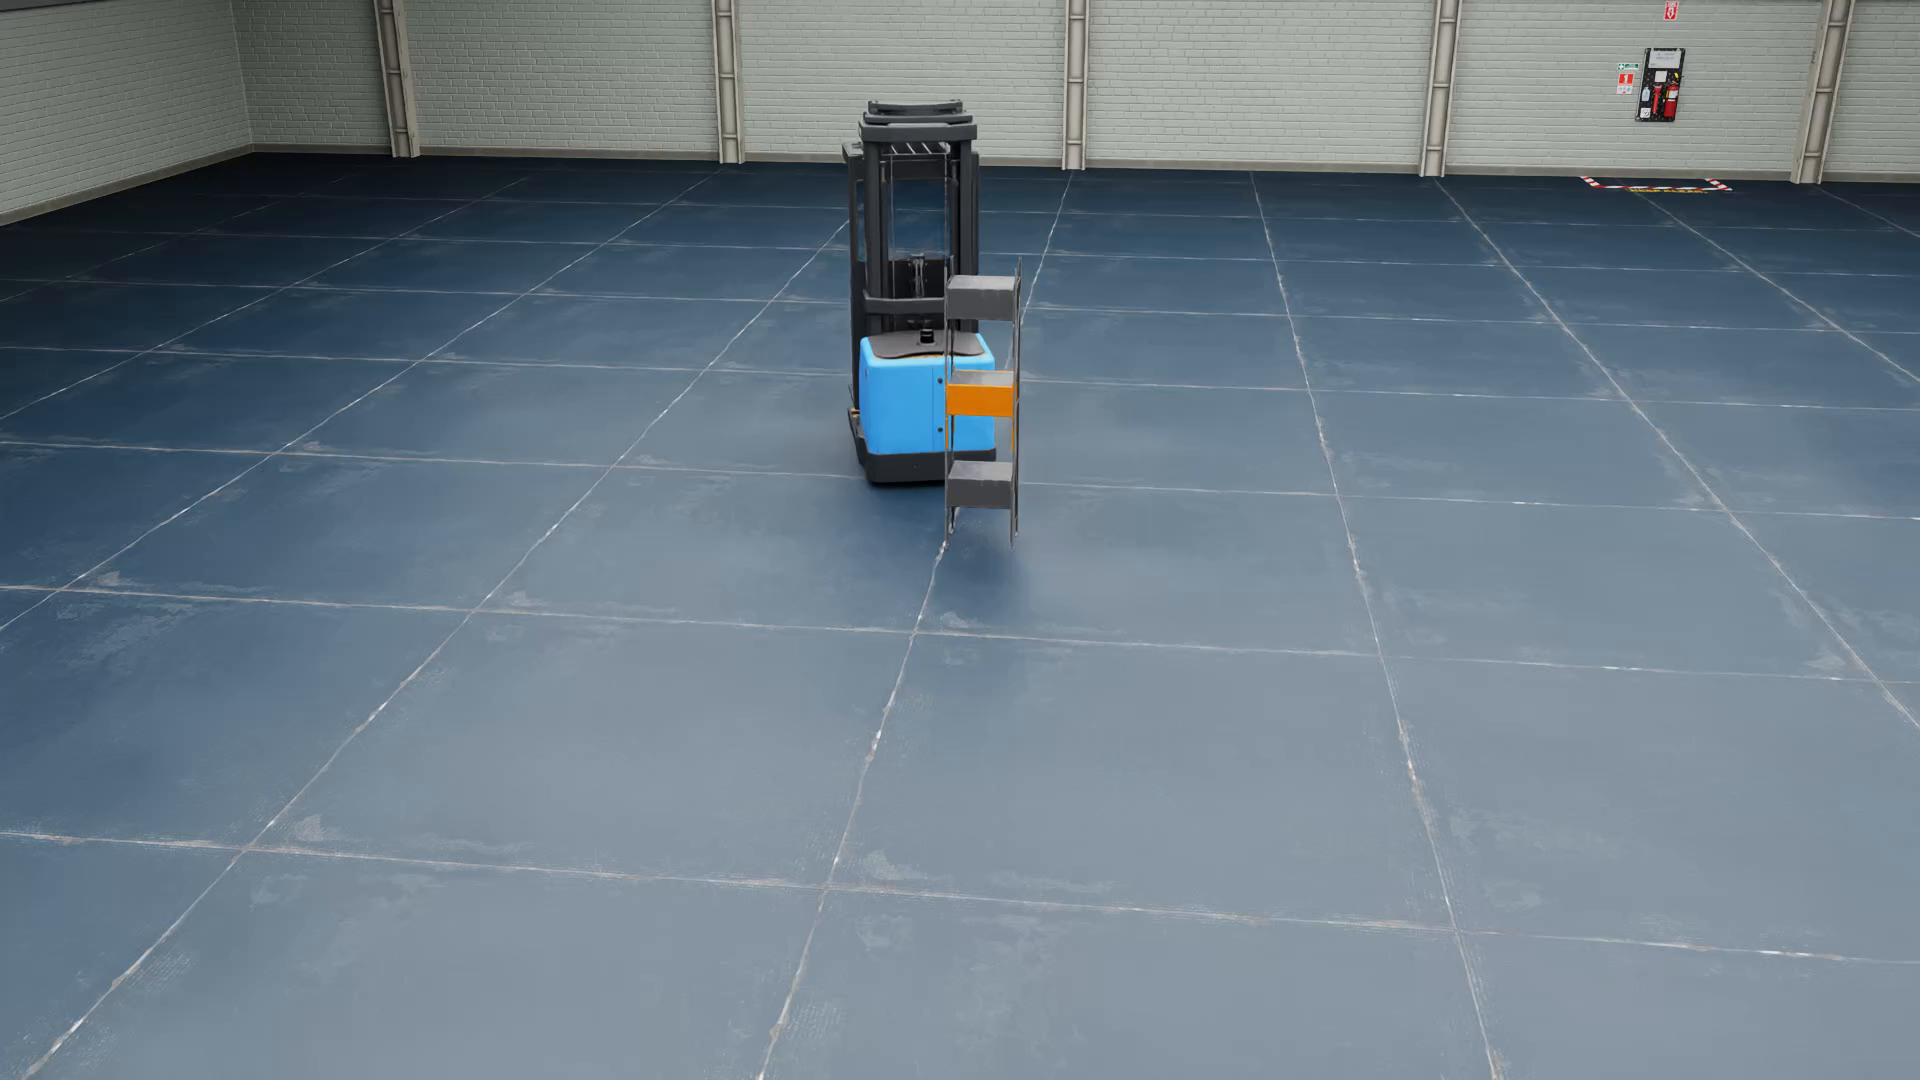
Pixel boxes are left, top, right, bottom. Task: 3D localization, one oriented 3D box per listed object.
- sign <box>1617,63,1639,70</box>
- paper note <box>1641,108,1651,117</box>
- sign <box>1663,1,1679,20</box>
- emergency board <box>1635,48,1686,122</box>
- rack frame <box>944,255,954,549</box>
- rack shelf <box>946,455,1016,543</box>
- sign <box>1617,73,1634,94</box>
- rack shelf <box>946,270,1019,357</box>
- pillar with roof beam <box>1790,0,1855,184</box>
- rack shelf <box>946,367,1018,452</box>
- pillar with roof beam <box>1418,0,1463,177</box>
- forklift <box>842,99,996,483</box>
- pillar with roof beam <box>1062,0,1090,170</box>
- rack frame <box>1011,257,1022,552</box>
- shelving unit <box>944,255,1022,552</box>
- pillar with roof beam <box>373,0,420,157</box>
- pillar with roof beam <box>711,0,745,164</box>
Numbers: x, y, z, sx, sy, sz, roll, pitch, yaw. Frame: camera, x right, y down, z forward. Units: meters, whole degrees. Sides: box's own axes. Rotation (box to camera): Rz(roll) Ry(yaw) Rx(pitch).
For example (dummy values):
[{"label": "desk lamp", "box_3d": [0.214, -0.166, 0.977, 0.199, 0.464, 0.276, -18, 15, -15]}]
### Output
[{"label": "sign", "box_3d": [10.892, -7.714, 27.102, 0.331, 0.109, 0.001, 2, 22, 6]}, {"label": "paper note", "box_3d": [11.257, -7.016, 27.304, 0.142, 0.148, 0.016, 2, 22, 6]}, {"label": "sign", "box_3d": [11.429, -8.507, 26.725, 0.199, 0.298, 0.001, 2, 22, 6]}, {"label": "emergency board", "box_3d": [11.425, -7.393, 27.059, 0.643, 1.169, 0.194, 2, 22, 6]}, {"label": "rack frame", "box_3d": [-0.078, -0.980, 12.062, 0.015, 2.100, 0.400, 2, 22, 6]}, {"label": "rack shelf", "box_3d": [0.164, -0.306, 12.298, 0.480, 0.518, 0.431, 2, 22, 6]}, {"label": "sign", "box_3d": [10.888, -7.471, 27.208, 0.234, 0.329, 0.001, 2, 22, 6]}, {"label": "rack shelf", "box_3d": [0.164, -1.608, 11.783, 0.480, 0.518, 0.431, 2, 22, 6]}, {"label": "pillar with roof beam", "box_3d": [13.368, -8.490, 21.674, 0.400, 9.000, 9.100, 2, 22, 6]}, {"label": "rack shelf", "box_3d": [0.164, -0.957, 12.041, 0.480, 0.518, 0.431, 2, 22, 6]}, {"label": "pillar with roof beam", "box_3d": [7.410, -8.749, 22.331, 0.400, 9.000, 9.100, 2, 22, 6]}, {"label": "forklift", "box_3d": [-0.418, -2.330, 14.348, 1.130, 2.935, 3.031, -3, 22, -7]}, {"label": "pillar with roof beam", "box_3d": [1.451, -9.009, 22.988, 0.400, 9.000, 9.100, 2, 22, 6]}, {"label": "rack frame", "box_3d": [0.407, -0.959, 12.009, 0.015, 2.100, 0.400, 2, 22, 6]}, {"label": "shelving unit", "box_3d": [0.164, -0.969, 12.036, 0.503, 2.100, 0.431, 2, 22, 6]}, {"label": "pillar with roof beam", "box_3d": [-10.465, -9.528, 24.301, 0.400, 9.000, 9.100, 2, 22, 6]}, {"label": "pillar with roof beam", "box_3d": [-4.507, -9.269, 23.644, 0.400, 9.000, 9.100, 2, 22, 6]}]
